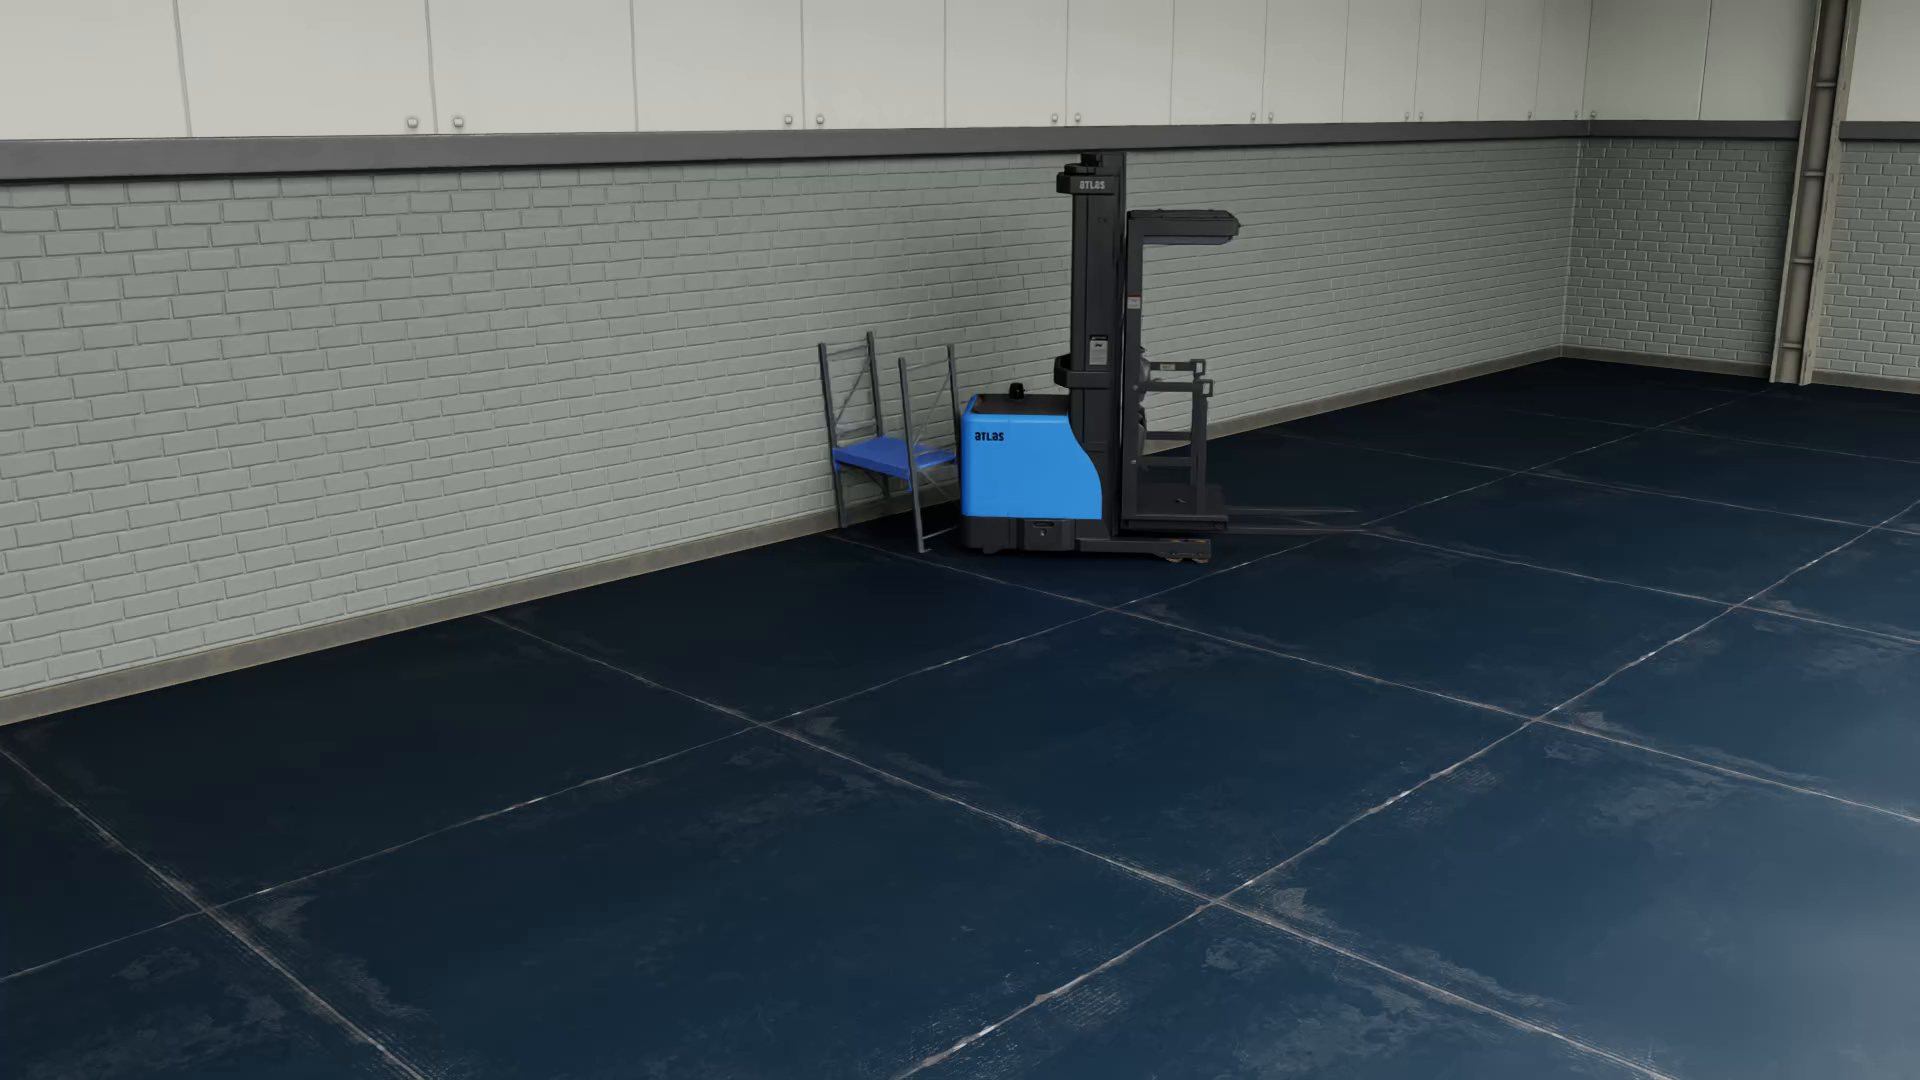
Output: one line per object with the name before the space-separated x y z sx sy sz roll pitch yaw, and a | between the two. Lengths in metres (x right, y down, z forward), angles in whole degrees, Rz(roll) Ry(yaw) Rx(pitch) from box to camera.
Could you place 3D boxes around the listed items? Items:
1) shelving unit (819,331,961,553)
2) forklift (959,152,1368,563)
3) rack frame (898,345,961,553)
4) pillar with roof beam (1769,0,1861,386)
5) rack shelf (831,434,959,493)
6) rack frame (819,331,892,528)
shelving unit | -0.504 -0.774 12.822 0.538 1.500 1.048 -19 23 -35
forklift | 1.541 -1.389 12.450 3.031 2.935 1.130 1 15 5
rack frame | -0.184 -0.675 12.439 0.500 1.500 0.032 -19 23 -35
pillar with roof beam | 7.166 -5.502 16.201 0.400 9.000 9.100 14 20 42
rack shelf | -0.488 -0.604 12.878 0.538 0.185 1.000 -19 23 -35
rack frame | -0.824 -0.873 13.204 0.500 1.500 0.032 -19 23 -35
